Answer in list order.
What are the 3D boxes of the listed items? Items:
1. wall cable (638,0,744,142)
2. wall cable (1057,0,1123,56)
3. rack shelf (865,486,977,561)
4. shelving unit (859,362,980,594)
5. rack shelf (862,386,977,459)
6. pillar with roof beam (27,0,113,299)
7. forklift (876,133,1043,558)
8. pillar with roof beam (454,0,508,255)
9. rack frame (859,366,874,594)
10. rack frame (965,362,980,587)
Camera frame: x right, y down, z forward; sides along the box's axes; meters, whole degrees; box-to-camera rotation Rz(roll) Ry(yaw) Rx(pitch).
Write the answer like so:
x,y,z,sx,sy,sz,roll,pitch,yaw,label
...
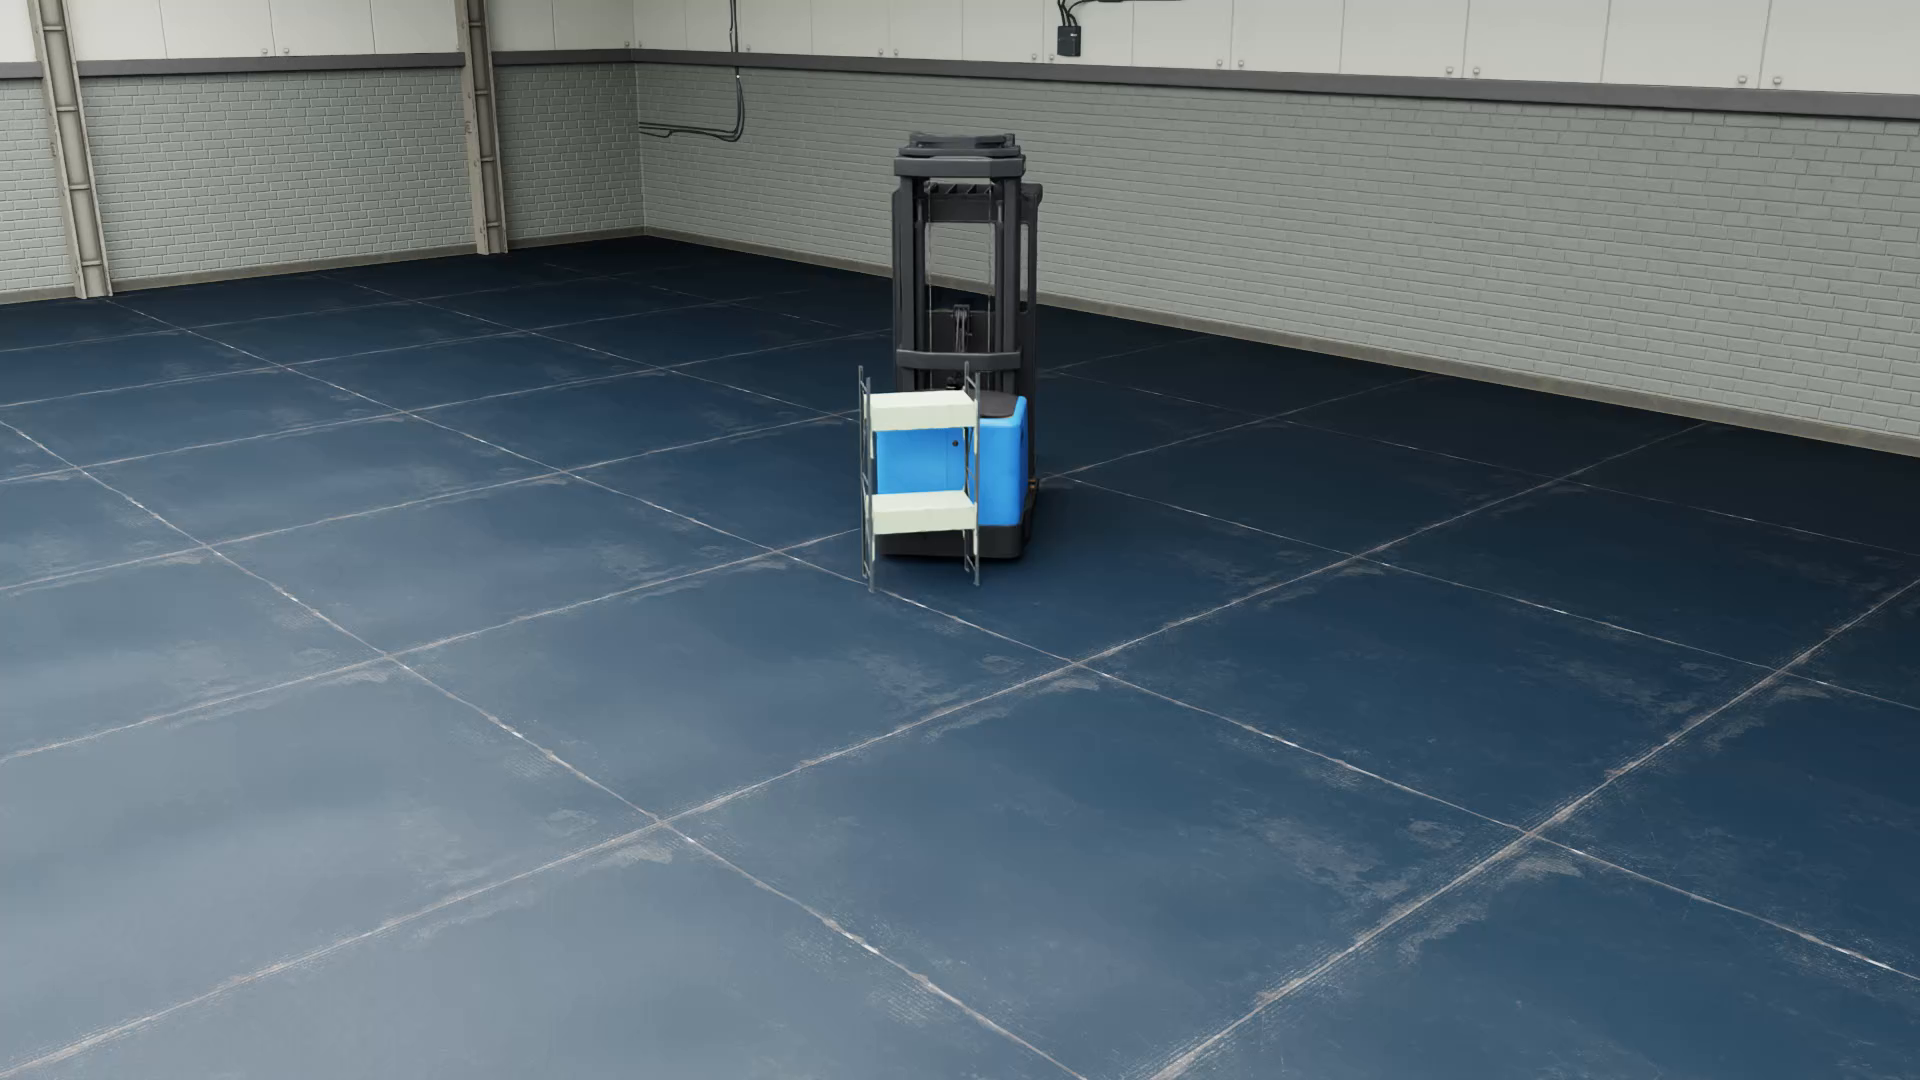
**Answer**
x,y,z,sx,sy,sz,roll,pitch,yaw,label
-4.469,-7.753,26.840,0.112,2.526,3.097,-16,24,-41,wall cable
2.042,-8.717,19.265,0.169,6.003,2.305,-16,24,-41,wall cable
-0.277,-0.117,11.470,0.720,0.370,0.431,-3,18,-11,rack shelf
-0.277,-0.427,11.370,0.755,1.500,0.431,-3,18,-11,shelving unit
-0.277,-0.798,11.249,0.720,0.370,0.431,-3,18,-11,rack shelf
-8.920,-6.666,18.453,0.400,9.000,9.100,-16,24,-41,pillar with roof beam
0.059,-1.673,12.893,1.130,2.935,3.031,2,18,5,forklift
-4.561,-7.937,22.374,0.400,9.000,9.100,-16,24,-41,pillar with roof beam
-0.637,-0.405,11.303,0.023,1.500,0.400,-3,18,-11,rack frame
0.082,-0.449,11.436,0.023,1.500,0.400,-3,18,-11,rack frame
